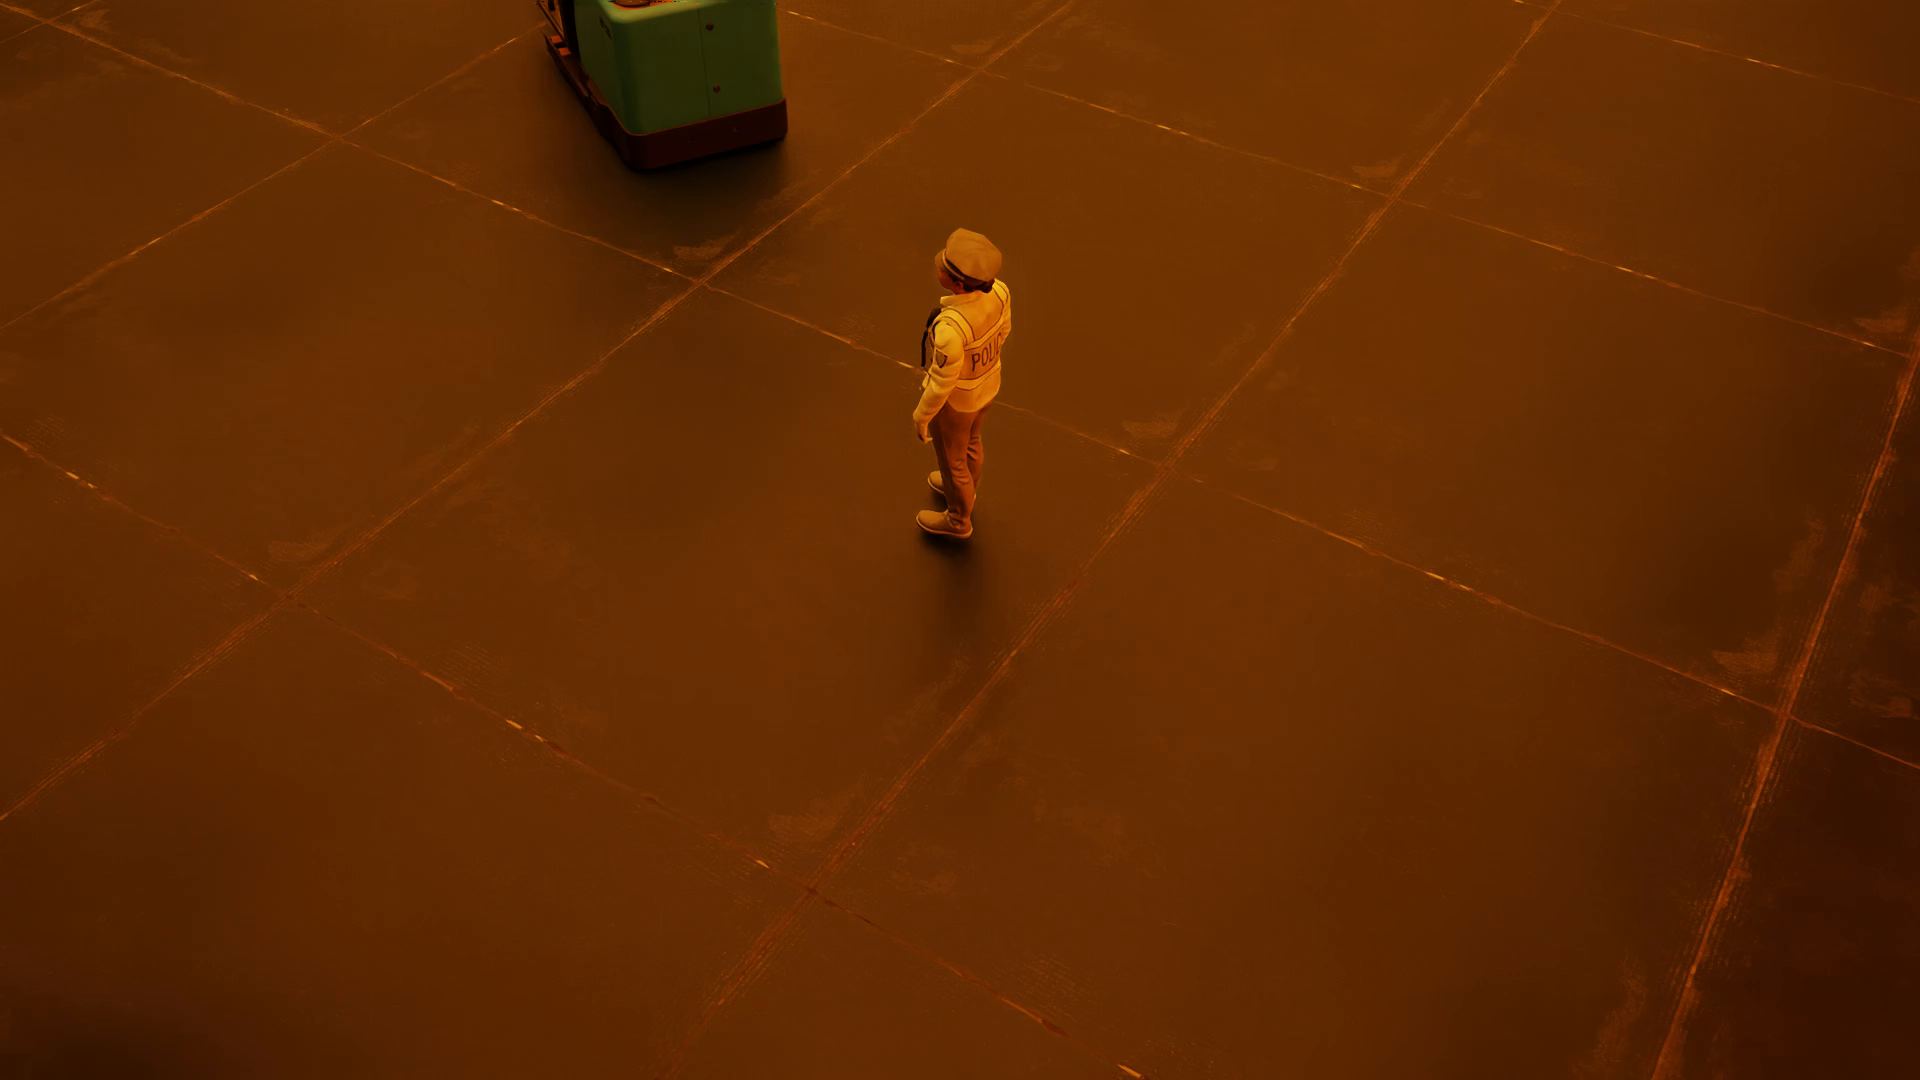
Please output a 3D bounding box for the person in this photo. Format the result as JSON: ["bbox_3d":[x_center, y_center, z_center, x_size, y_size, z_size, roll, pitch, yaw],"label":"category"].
[{"bbox_3d":[-0.054,-0.679,7.395,0.530,1.694,0.586,24,48,23],"label":"person"}]

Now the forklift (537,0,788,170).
[{"bbox_3d":[-2.197,-4.373,10.460,1.130,2.935,3.031,-19,47,-19],"label":"forklift"}]
